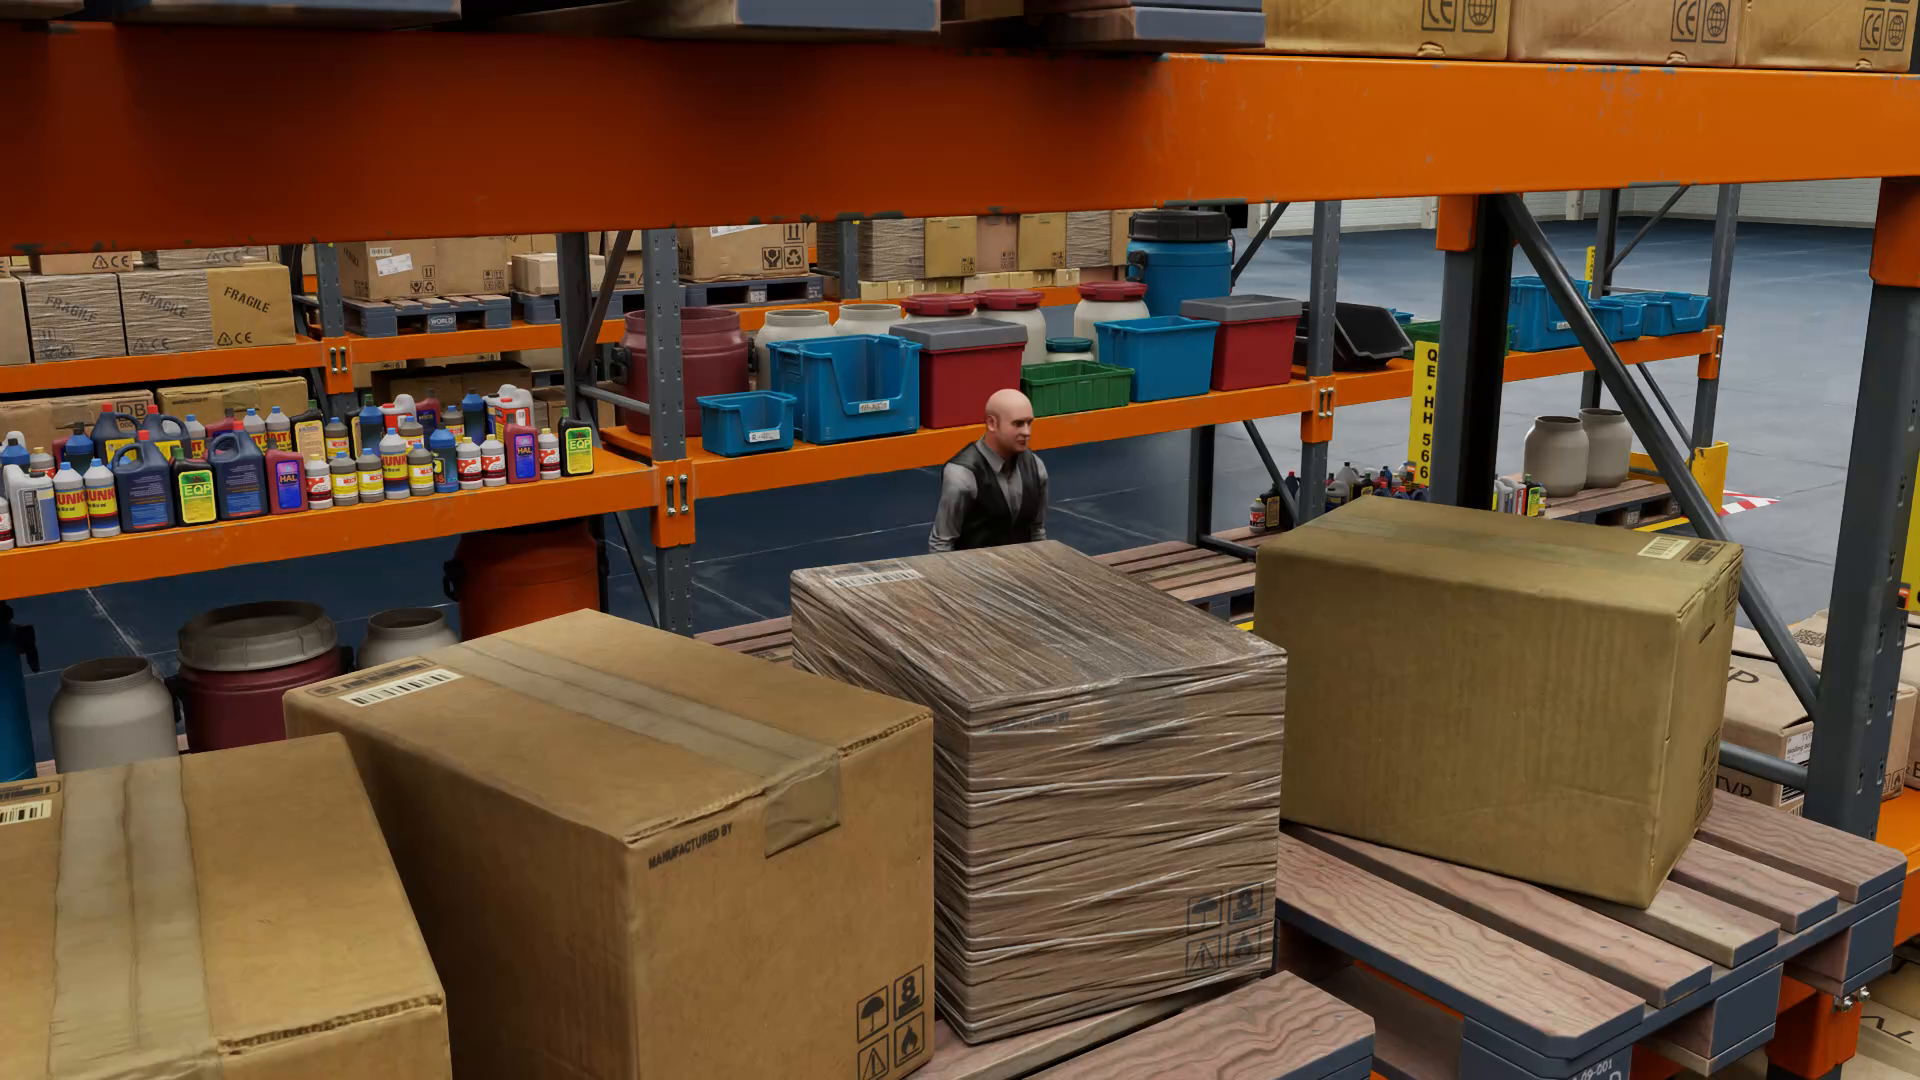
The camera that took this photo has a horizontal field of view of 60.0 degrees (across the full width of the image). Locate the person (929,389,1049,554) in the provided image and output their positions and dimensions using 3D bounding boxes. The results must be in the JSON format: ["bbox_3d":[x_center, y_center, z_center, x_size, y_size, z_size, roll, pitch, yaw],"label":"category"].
[{"bbox_3d":[0.141,0.246,6.624,0.577,1.719,0.474,-11,18,-37],"label":"person"}]
